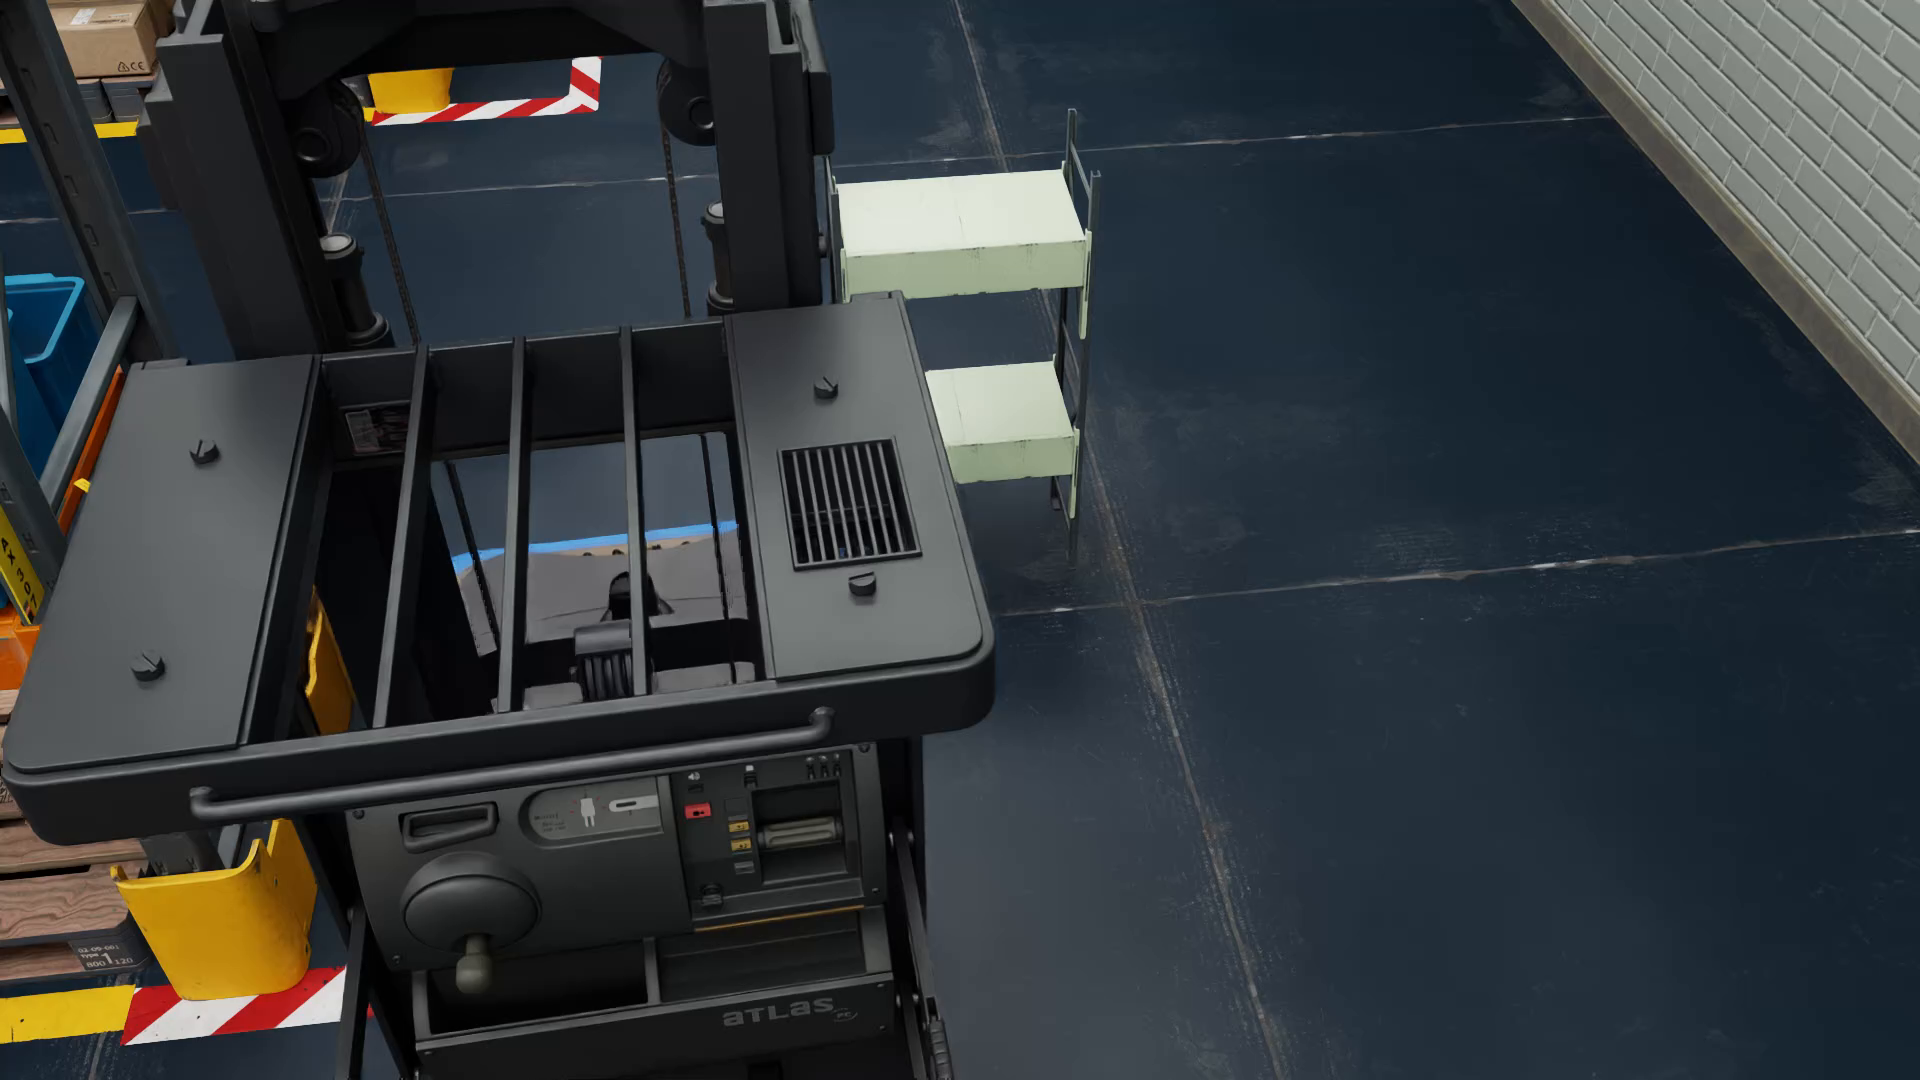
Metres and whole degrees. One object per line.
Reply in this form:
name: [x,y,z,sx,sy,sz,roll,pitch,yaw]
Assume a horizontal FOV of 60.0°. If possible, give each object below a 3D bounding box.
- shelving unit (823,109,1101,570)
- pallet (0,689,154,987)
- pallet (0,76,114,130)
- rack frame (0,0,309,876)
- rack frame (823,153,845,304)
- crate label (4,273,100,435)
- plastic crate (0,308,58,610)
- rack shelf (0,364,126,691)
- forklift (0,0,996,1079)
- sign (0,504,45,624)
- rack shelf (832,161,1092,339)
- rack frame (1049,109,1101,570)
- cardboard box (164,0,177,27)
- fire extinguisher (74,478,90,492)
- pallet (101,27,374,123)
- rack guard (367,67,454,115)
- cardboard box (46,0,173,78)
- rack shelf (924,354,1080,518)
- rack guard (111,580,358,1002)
shelving unit: [-0.007,-0.556,5.247,0.755,1.500,0.431,-5,42,-6]
pallet: [-2.837,0.800,4.705,1.213,0.211,1.003,-5,42,-6]
pallet: [-4.726,-2.355,8.204,1.213,0.211,1.003,-5,42,-6]
rack frame: [-2.014,-0.281,3.822,0.127,3.000,1.000,-5,42,-6]
rack frame: [-0.370,-0.525,5.212,0.023,1.500,0.400,-5,42,-6]
crate label: [-2.302,-0.438,4.077,0.303,0.233,0.416,-5,42,-6]
plastic crate: [-2.322,-0.163,3.620,0.499,0.435,0.616,-5,42,-6]
rack shelf: [-3.997,0.160,3.870,4.000,0.370,1.077,-5,42,-6]
forklift: [-0.564,0.657,2.833,1.130,2.935,3.031,-7,42,-7]
sign: [-1.927,0.022,3.364,0.005,0.325,0.100,-5,42,-6]
rack shelf: [-0.007,-0.846,4.986,0.720,0.370,0.431,-5,42,-6]
rack frame: [0.356,-0.588,5.282,0.023,1.500,0.400,-5,42,-6]
cardboard box: [-3.724,-2.811,8.352,0.500,0.250,0.500,-5,42,-6]
fire extinguisher: [-1.806,0.175,3.653,0.183,0.674,0.296,-5,42,-6]
pallet: [-3.518,-2.459,8.319,1.213,0.211,1.003,-5,42,-6]
rack guard: [-2.728,-2.636,8.299,0.348,0.500,1.175,-5,42,-6]
cardboard box: [-4.106,-2.440,7.940,0.500,0.250,0.500,-5,42,-6]
rack shelf: [-0.007,-0.314,5.465,0.720,0.370,0.431,-5,42,-6]
rack guard: [-1.992,0.636,4.671,0.348,0.500,1.175,-5,42,-6]
